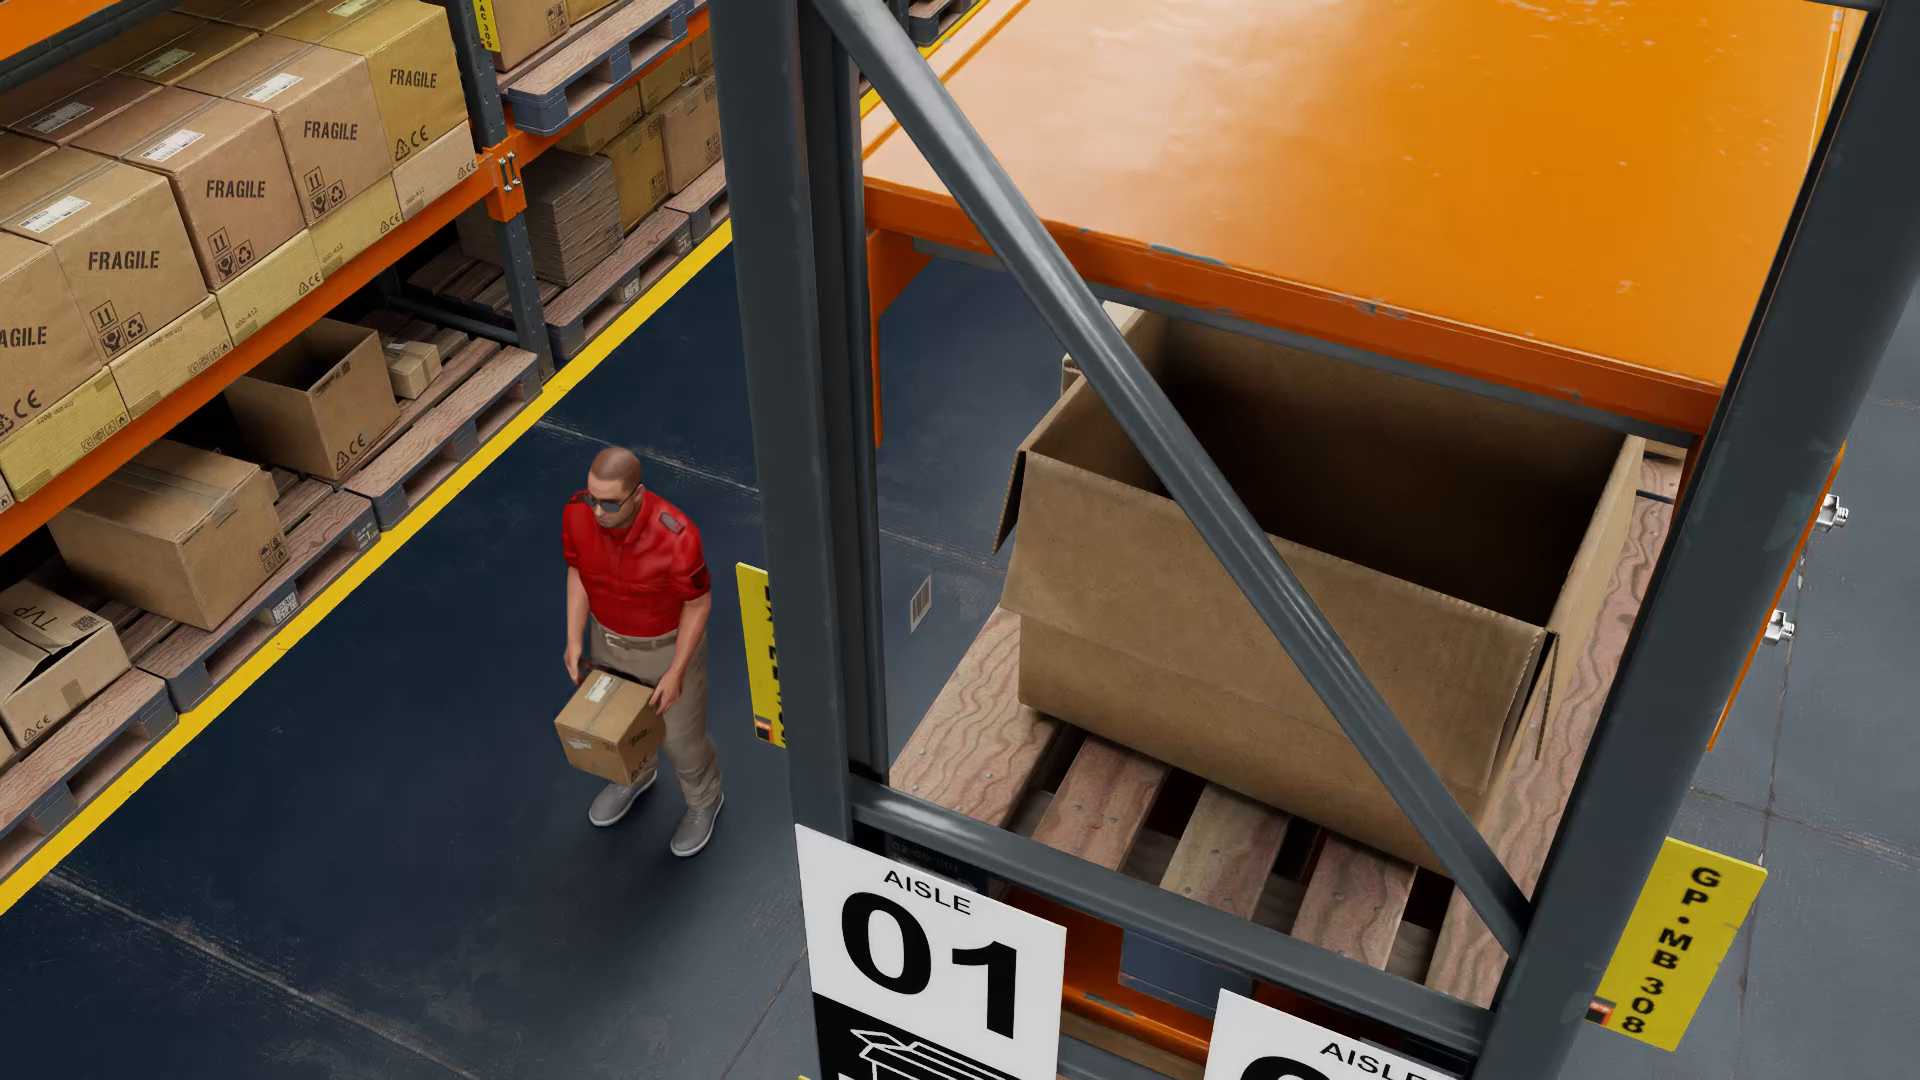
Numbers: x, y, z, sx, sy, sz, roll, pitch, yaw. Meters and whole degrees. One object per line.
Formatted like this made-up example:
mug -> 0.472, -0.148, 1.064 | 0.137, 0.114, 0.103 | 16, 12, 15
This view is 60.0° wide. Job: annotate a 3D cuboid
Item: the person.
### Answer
person -> -1.089, 0.378, 5.746 | 0.593, 1.726, 0.388 | 17, 44, 18
